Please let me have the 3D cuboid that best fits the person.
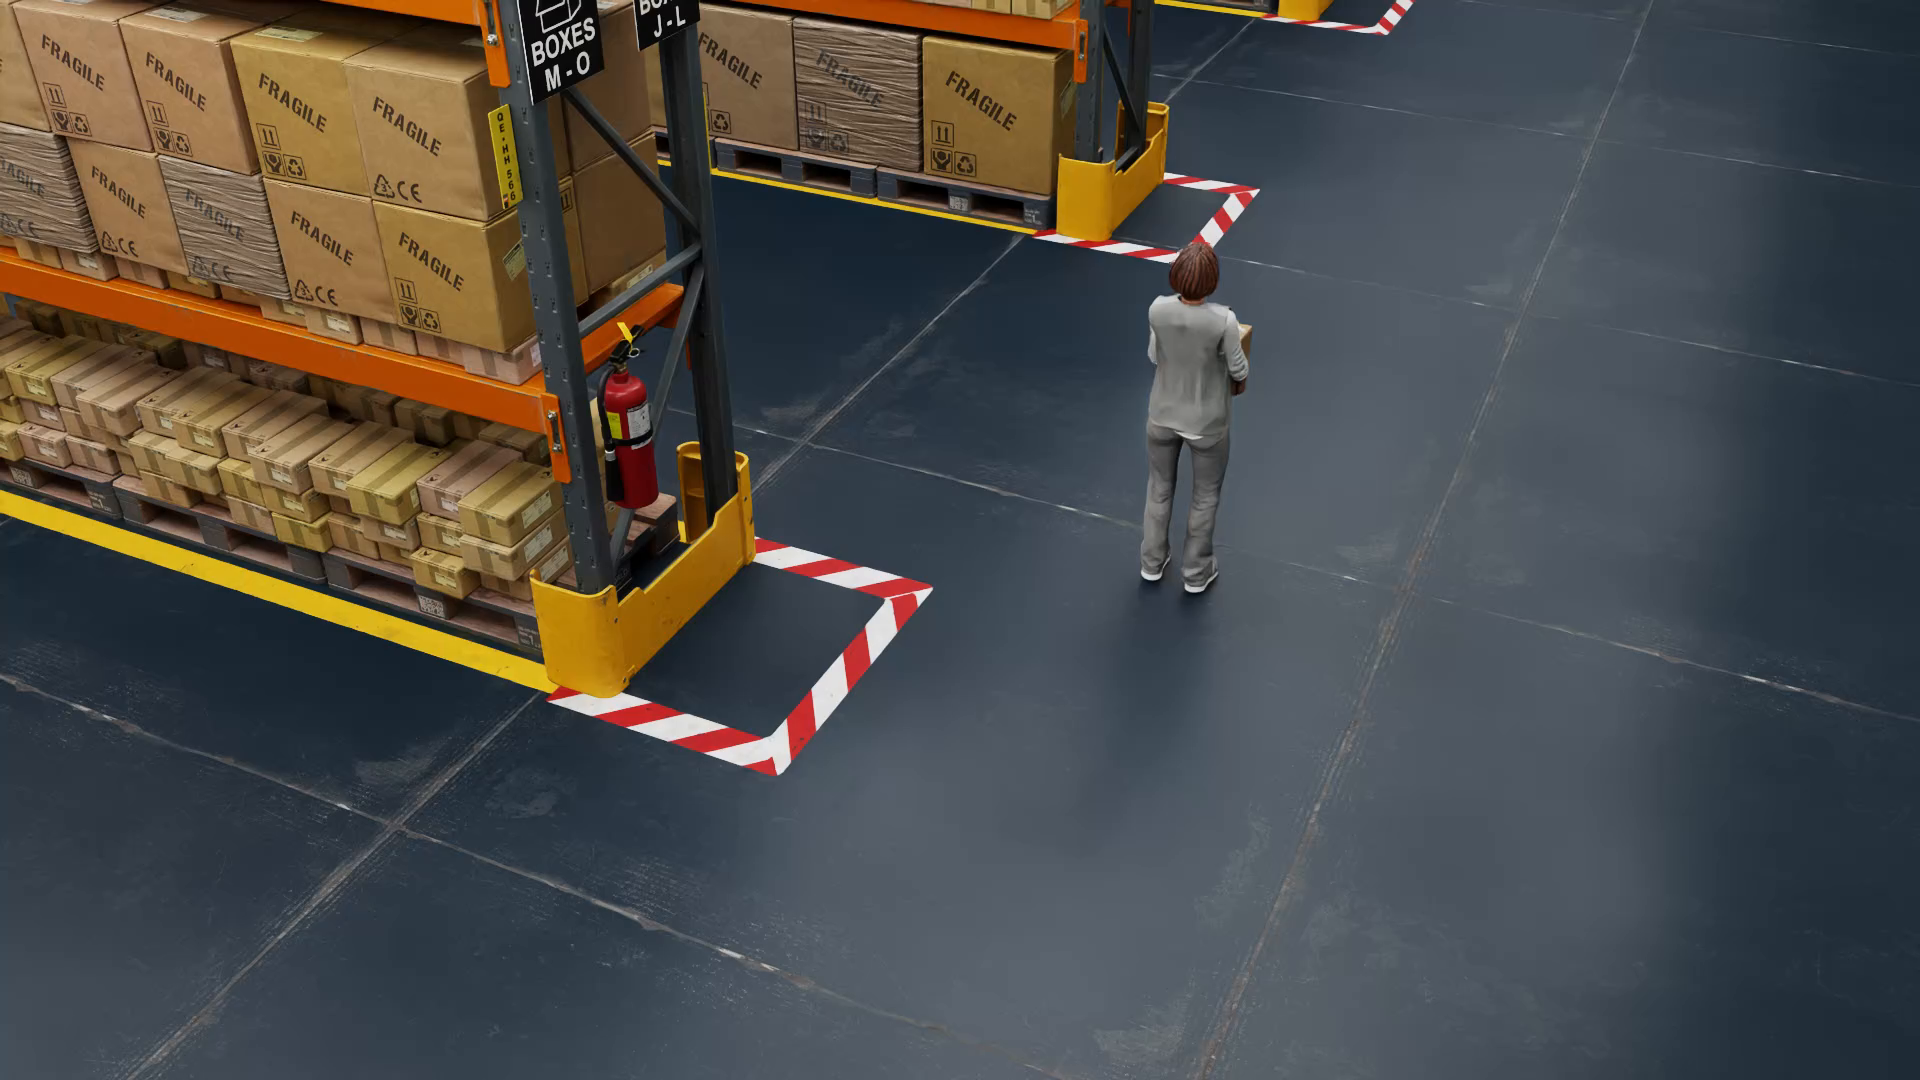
[{"bbox_3d":[0.973,-0.535,6.931,0.440,1.602,0.461,14,37,20],"label":"person"}]
